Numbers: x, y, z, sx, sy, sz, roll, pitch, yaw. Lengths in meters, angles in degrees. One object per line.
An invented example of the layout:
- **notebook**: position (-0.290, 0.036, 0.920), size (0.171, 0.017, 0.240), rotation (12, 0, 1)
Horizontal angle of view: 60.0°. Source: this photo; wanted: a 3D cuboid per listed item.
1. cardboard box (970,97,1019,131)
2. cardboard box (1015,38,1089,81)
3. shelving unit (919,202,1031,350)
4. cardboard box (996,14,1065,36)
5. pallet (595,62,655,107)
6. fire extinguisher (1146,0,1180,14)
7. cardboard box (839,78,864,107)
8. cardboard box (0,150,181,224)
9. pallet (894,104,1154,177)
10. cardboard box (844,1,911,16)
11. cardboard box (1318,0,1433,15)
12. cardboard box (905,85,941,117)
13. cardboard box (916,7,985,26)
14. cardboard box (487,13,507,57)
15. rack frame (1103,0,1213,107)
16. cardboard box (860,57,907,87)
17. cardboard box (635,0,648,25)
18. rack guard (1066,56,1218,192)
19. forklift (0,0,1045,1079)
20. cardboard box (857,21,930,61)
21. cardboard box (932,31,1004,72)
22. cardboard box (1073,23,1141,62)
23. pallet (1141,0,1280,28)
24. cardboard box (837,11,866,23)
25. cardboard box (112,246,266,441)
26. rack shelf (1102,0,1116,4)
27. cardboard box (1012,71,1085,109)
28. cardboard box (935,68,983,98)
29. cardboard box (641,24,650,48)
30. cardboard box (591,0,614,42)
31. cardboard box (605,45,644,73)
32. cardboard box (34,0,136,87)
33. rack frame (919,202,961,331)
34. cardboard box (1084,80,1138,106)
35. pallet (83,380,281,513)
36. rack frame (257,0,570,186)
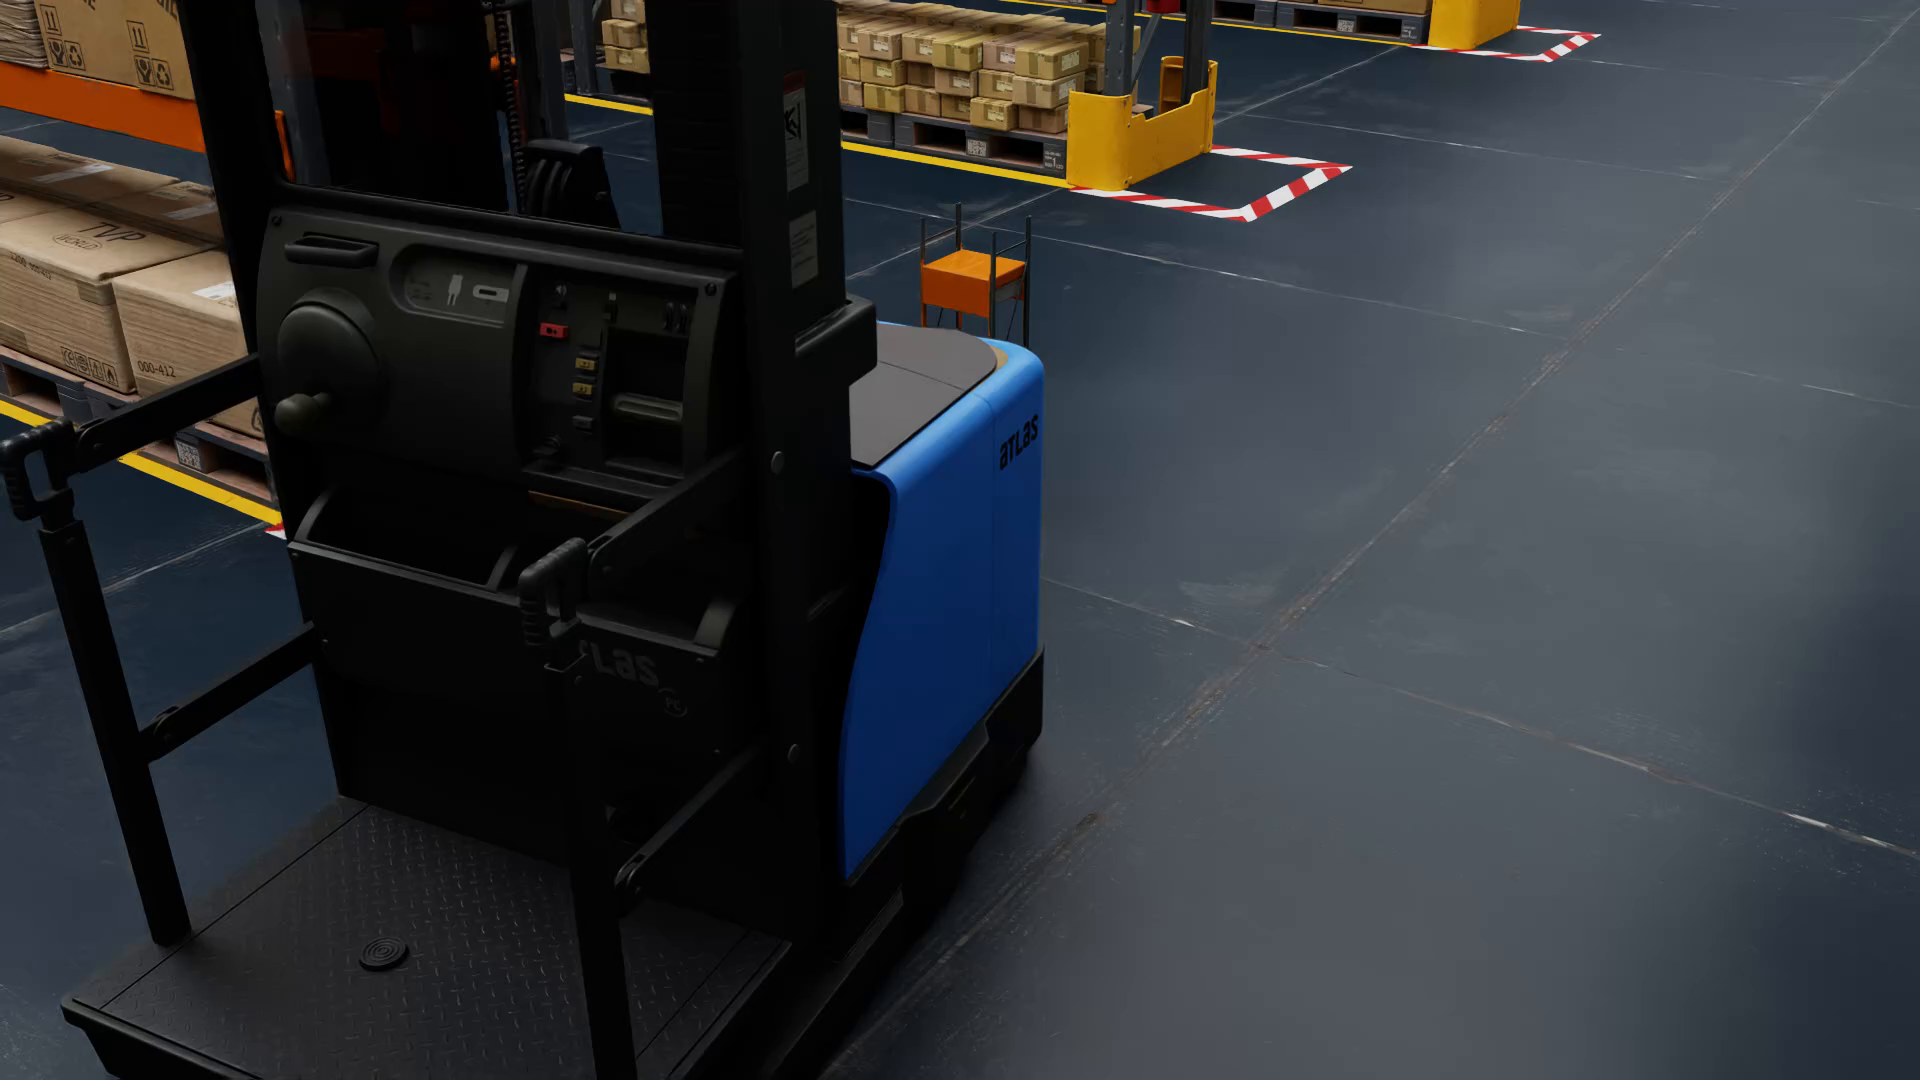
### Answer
- **cardboard box**: position (0.268, -2.439, 9.415), size (0.250, 0.149, 0.380), rotation (18, 32, 32)
- **cardboard box**: position (0.509, -2.660, 9.194), size (0.250, 0.149, 0.380), rotation (18, 32, 31)
- **shelving unit**: position (0.044, -0.454, 4.985), size (0.252, 1.050, 0.215), rotation (17, 32, 30)
- **cardboard box**: position (0.419, -3.019, 9.899), size (0.250, 0.149, 0.380), rotation (17, 32, 30)
- **pallet**: position (-1.634, -3.062, 11.034), size (1.213, 0.211, 1.003), rotation (17, 32, 30)
- **fire extinguisher**: position (1.036, -2.999, 8.332), size (0.183, 0.674, 0.296), rotation (17, 32, 30)
- **cardboard box**: position (-0.572, -2.717, 9.962), size (0.250, 0.149, 0.380), rotation (18, 32, 31)
- **cardboard box**: position (-3.732, -1.202, 6.666), size (0.875, 0.438, 0.875), rotation (16, 31, 29)
- **pallet**: position (0.377, -2.435, 9.803), size (1.213, 0.211, 1.003), rotation (17, 32, 30)
- **cardboard box**: position (-0.508, -3.240, 10.333), size (0.250, 0.149, 0.380), rotation (17, 32, 30)
- **cardboard box**: position (3.408, -4.640, 12.940), size (0.875, 0.875, 0.875), rotation (17, 32, 30)
- **cardboard box**: position (-0.112, -2.597, 9.727), size (0.250, 0.149, 0.380), rotation (18, 32, 31)
- **cardboard box**: position (-0.055, -3.126, 10.110), size (0.250, 0.149, 0.380), rotation (19, 32, 32)
- **cardboard box**: position (-1.863, -1.835, 5.439), size (0.500, 0.500, 0.500), rotation (17, 32, 30)
- **rack frame**: position (1.089, -3.437, 8.696), size (0.127, 3.000, 1.000), rotation (17, 32, 30)
- **cardboard box**: position (-0.371, -2.776, 9.749), size (0.250, 0.149, 0.380), rotation (18, 32, 31)
- **cardboard box**: position (-1.848, -3.387, 10.622), size (0.250, 0.149, 0.380), rotation (19, 33, 33)
- **rack guard**: position (1.027, -2.342, 9.302), size (0.348, 0.500, 1.175), rotation (17, 32, 30)
- **forklift**: position (-0.878, -0.276, 2.560), size (1.130, 2.935, 3.031), rotation (12, 29, 22)
- **cardboard box**: position (-0.381, -2.903, 9.672), size (0.250, 0.149, 0.380), rotation (19, 32, 32)
- **cardboard box**: position (0.049, -2.765, 9.400), size (0.250, 0.149, 0.380), rotation (17, 31, 29)
- **cardboard box**: position (0.850, -2.880, 9.627), size (0.250, 0.149, 0.380), rotation (16, 31, 28)
- **pallet**: position (2.276, -4.512, 13.884), size (1.213, 0.211, 1.003), rotation (17, 32, 30)
- **cardboard box**: position (-0.768, -3.069, 9.998), size (0.250, 0.149, 0.380), rotation (17, 32, 31)
- **cardboard box**: position (-2.231, -0.738, 5.754), size (0.875, 0.438, 0.875), rotation (16, 31, 29)
- **rack shelf**: position (-0.559, -3.630, 9.869), size (4.000, 0.370, 1.077), rotation (17, 32, 30)
- **cardboard box**: position (0.493, -2.515, 9.237), size (0.250, 0.149, 0.380), rotation (16, 31, 29)
- **cardboard box**: position (0.063, -2.648, 9.498), size (0.250, 0.149, 0.380), rotation (16, 31, 28)
- **cardboard box**: position (-1.831, -3.269, 10.719), size (0.250, 0.149, 0.380), rotation (18, 32, 31)
- **cardboard box**: position (-2.667, -3.826, 11.754), size (0.500, 0.500, 0.500), rotation (19, 32, 32)
- **cardboard box**: position (-2.090, -3.167, 10.846), size (0.250, 0.149, 0.380), rotation (16, 31, 28)
- **cardboard box**: position (-2.583, -1.764, 5.299), size (0.500, 0.500, 0.500), rotation (17, 31, 29)
- **rack frame**: position (-0.056, -0.485, 5.046), size (0.008, 1.050, 0.200), rotation (17, 32, 30)
- **cardboard box**: position (0.839, -2.608, 9.747), size (0.250, 0.149, 0.380), rotation (18, 32, 31)
- **pallet**: position (-2.333, -0.494, 5.987), size (1.213, 0.211, 1.003), rotation (17, 32, 30)
- **rack frame**: position (-1.630, -1.560, 5.009), size (0.127, 3.000, 1.000), rotation (17, 32, 30)
